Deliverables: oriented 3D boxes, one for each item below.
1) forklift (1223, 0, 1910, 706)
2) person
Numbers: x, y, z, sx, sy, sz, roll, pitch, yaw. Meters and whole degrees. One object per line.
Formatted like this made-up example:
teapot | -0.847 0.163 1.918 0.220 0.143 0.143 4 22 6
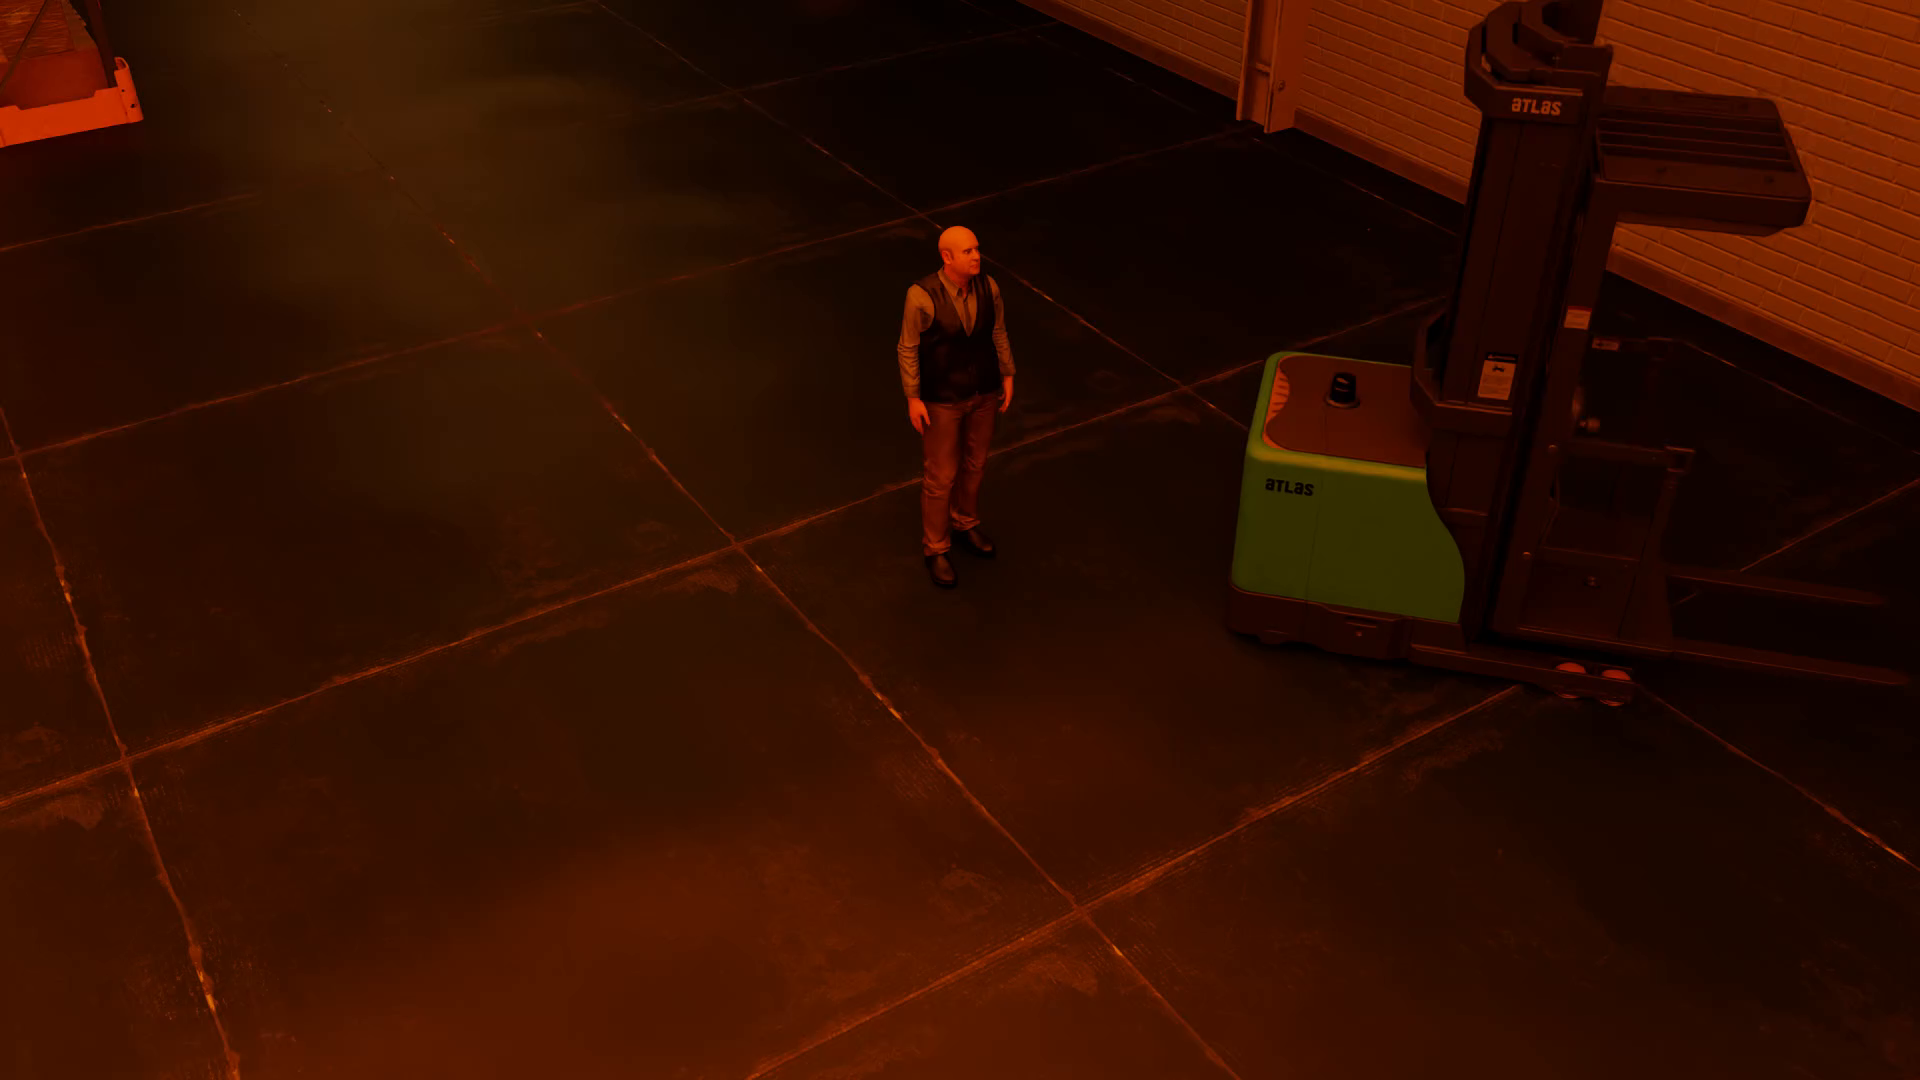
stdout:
forklift | 2.846 -0.780 7.257 3.031 2.935 1.130 9 36 12
person | 0.028 -0.677 8.152 0.633 1.722 0.566 -21 40 -27
